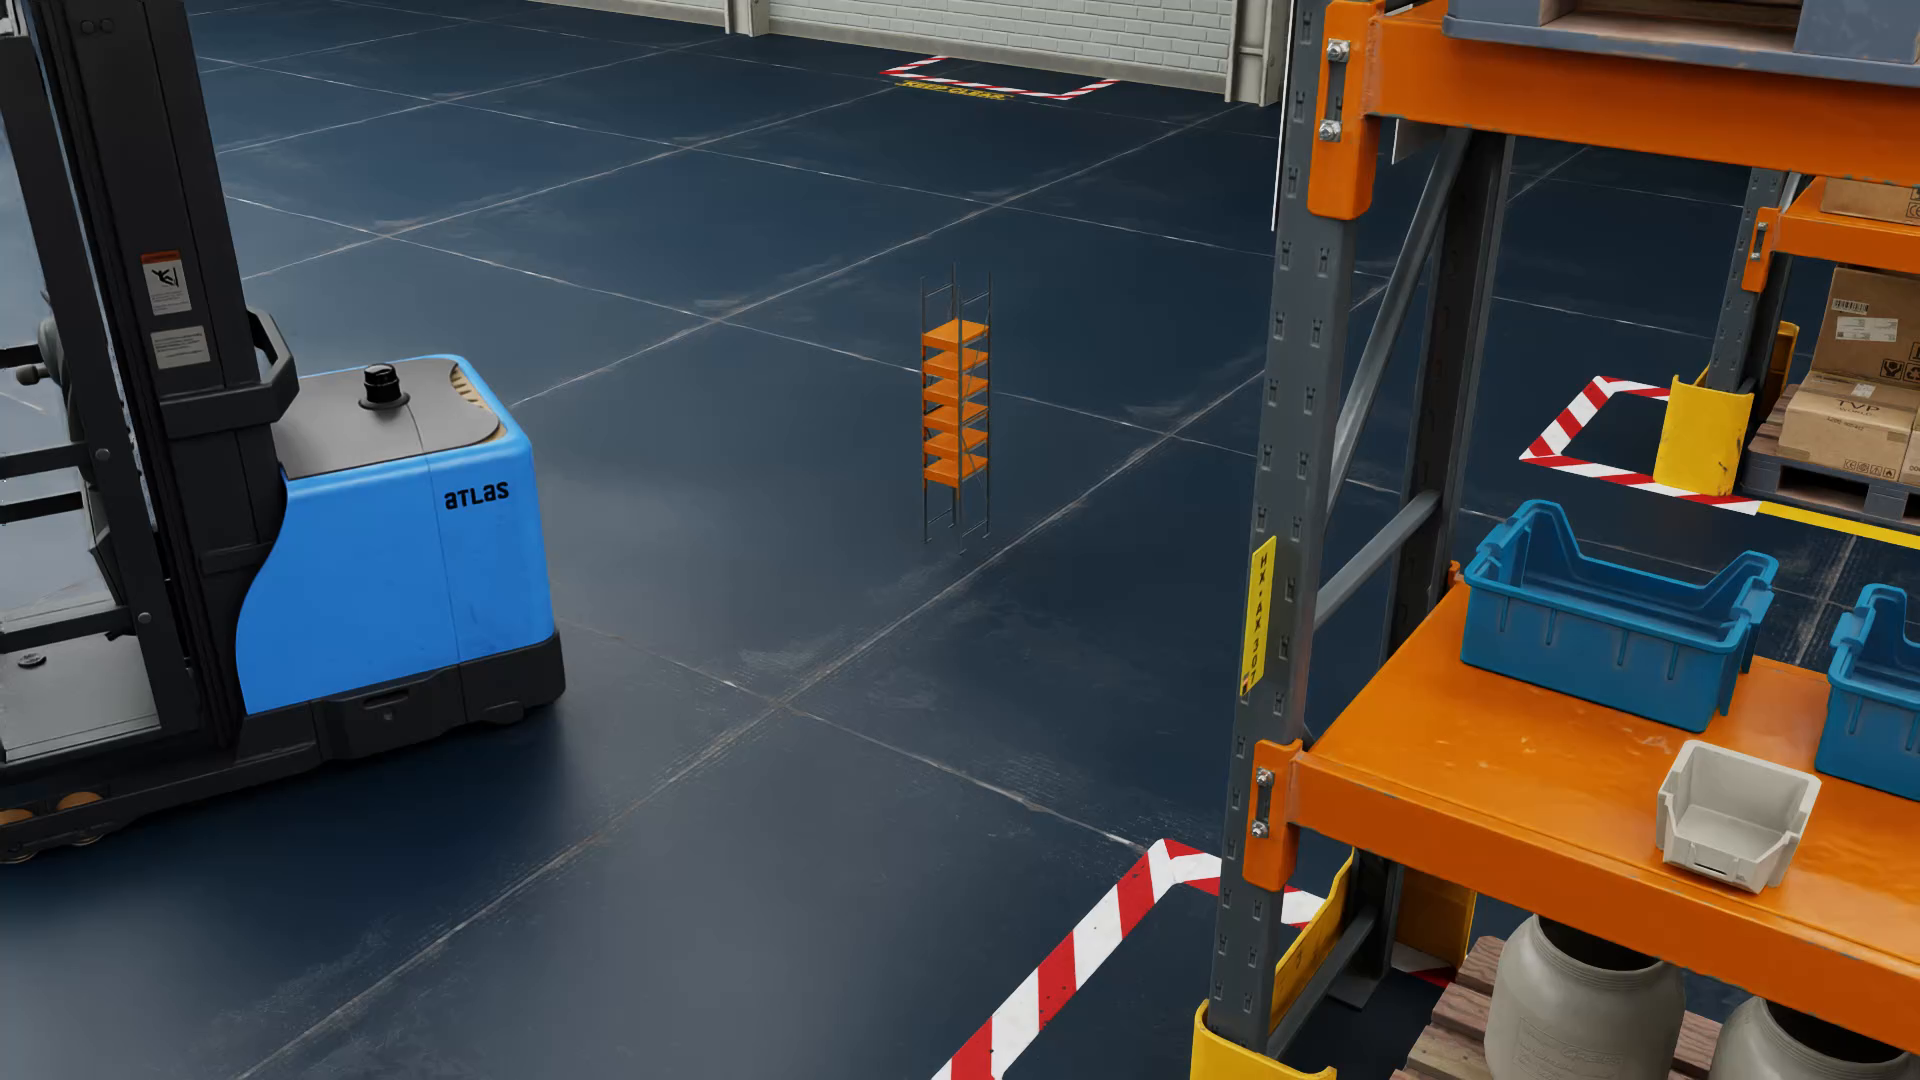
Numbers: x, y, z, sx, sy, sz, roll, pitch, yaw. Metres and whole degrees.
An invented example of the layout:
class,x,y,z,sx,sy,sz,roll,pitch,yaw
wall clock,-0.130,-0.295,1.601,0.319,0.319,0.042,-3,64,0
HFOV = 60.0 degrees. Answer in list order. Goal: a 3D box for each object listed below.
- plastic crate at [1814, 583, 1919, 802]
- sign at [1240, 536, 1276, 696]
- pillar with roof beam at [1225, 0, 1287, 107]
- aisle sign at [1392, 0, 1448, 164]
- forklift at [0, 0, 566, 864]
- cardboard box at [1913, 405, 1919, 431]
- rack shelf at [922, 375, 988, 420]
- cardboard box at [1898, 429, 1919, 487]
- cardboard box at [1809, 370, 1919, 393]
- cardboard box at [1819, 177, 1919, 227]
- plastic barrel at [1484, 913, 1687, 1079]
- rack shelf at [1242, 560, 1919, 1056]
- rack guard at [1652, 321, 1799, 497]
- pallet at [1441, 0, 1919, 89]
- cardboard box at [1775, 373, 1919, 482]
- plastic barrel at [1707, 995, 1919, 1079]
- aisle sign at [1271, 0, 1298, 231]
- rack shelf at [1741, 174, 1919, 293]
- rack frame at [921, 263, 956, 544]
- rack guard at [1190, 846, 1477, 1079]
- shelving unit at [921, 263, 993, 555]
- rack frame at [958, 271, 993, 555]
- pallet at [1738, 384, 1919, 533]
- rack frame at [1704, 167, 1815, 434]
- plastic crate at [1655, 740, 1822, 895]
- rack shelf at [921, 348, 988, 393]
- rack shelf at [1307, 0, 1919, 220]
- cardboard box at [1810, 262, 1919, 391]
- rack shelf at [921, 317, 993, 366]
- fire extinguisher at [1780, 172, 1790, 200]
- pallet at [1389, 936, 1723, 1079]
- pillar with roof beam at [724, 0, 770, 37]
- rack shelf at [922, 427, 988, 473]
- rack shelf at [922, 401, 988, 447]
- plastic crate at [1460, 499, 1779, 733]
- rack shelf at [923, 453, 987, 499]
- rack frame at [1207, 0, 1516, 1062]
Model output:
class,x,y,z,sx,sy,sz,roll,pitch,yaw
plastic crate,2.027,0.325,3.468,0.408,0.251,0.499,17,32,30
sign,0.598,0.154,3.335,0.005,0.325,0.100,17,32,30
pillar with roof beam,0.205,-6.379,9.864,0.400,9.000,9.100,17,32,30
aisle sign,1.021,-1.215,3.464,0.004,0.787,0.394,17,32,30
forklift,-2.973,-0.560,5.120,3.031,2.935,1.130,-14,30,-25
cardboard box,4.449,-0.725,7.110,0.500,0.500,0.500,17,32,30
rack shelf,-0.012,-0.606,6.951,0.180,0.103,0.258,17,32,30
cardboard box,4.450,-0.392,7.281,0.500,0.250,0.500,17,32,30
cardboard box,4.329,-0.712,7.911,0.500,0.250,0.500,17,32,30
cardboard box,4.098,-1.698,7.169,0.500,0.500,0.700,17,32,30
plastic barrel,1.498,1.135,3.992,0.421,0.512,0.421,0,27,0
rack shelf,2.561,0.907,2.953,4.000,0.370,1.077,17,32,30
rack guard,3.700,-0.670,8.015,0.348,0.500,1.175,17,32,30
pallet,1.539,-0.931,2.672,1.213,0.211,1.003,17,32,30
cardboard box,4.036,-0.519,7.531,0.500,0.250,0.500,17,32,30
plastic barrel,1.911,1.264,3.739,0.421,0.512,0.421,0,27,0
aisle sign,0.687,-0.994,3.031,0.004,0.787,0.394,17,32,30
rack shelf,5.369,-0.944,6.590,4.000,0.370,1.077,17,32,30
rack frame,-0.087,-0.562,7.031,0.006,1.200,0.240,17,32,30
rack guard,1.002,1.189,4.362,0.348,0.500,1.175,17,32,30
shelving unit,-0.012,-0.538,6.985,0.189,1.200,0.258,17,32,30
rack frame,0.063,-0.515,6.939,0.006,1.200,0.240,17,32,30
pallet,4.374,-0.354,7.714,1.213,0.211,1.003,17,32,30
rack frame,3.720,-1.778,7.436,0.127,3.000,1.000,17,32,30
plastic crate,1.468,0.541,3.171,0.250,0.136,0.298,17,32,30
rack shelf,-0.012,-0.713,6.896,0.180,0.103,0.258,17,32,30
rack shelf,2.561,-0.430,2.273,4.000,0.370,1.077,17,32,30
cardboard box,4.331,-1.047,7.743,0.500,0.500,0.500,17,32,30
rack shelf,-0.012,-0.820,6.842,0.180,0.103,0.258,17,32,30
fire extinguisher,3.886,-1.947,7.855,0.183,0.674,0.296,17,32,30
pallet,1.668,1.528,4.014,1.213,0.211,1.003,17,32,30
pillar with roof beam,-4.740,-7.920,12.891,0.400,9.000,9.100,17,32,30
rack shelf,-0.012,-0.392,7.060,0.180,0.103,0.258,17,32,30
rack shelf,-0.012,-0.499,7.005,0.180,0.103,0.258,17,32,30
plastic crate,1.495,0.156,3.800,0.616,0.251,0.499,17,32,30
rack shelf,-0.012,-0.285,7.114,0.180,0.103,0.258,17,32,30
rack frame,0.913,0.073,3.799,0.127,3.000,1.000,17,32,30
